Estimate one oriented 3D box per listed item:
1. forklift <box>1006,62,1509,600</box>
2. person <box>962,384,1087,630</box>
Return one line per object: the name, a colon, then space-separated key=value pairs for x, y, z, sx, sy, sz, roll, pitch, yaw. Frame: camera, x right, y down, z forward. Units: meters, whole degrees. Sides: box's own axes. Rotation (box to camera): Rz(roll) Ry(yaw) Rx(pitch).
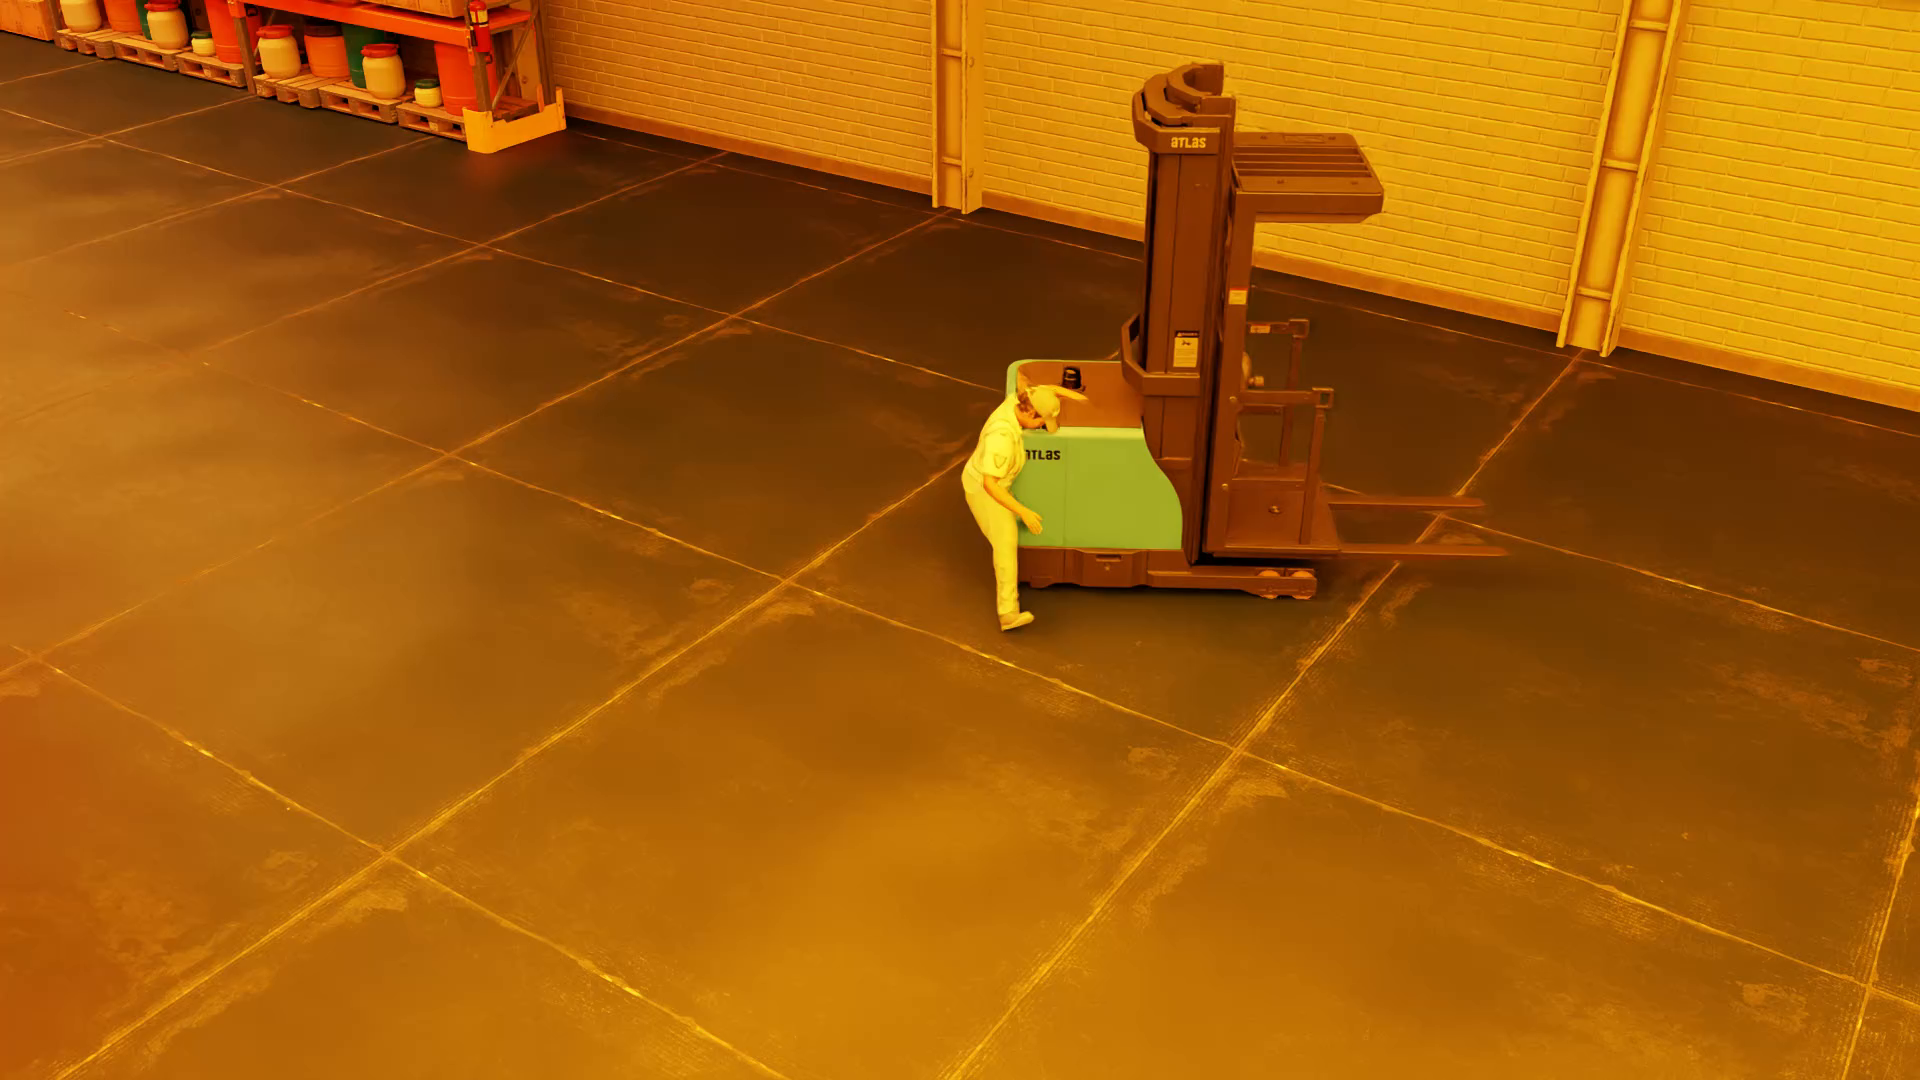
forklift: x=1.774 y=-1.188 z=9.627 sx=3.031 sy=2.935 sz=1.130 roll=1 pitch=30 yaw=2
person: x=0.417 y=-0.320 z=9.762 sx=0.869 sy=1.341 sz=1.265 roll=22 pitch=37 yaw=32
